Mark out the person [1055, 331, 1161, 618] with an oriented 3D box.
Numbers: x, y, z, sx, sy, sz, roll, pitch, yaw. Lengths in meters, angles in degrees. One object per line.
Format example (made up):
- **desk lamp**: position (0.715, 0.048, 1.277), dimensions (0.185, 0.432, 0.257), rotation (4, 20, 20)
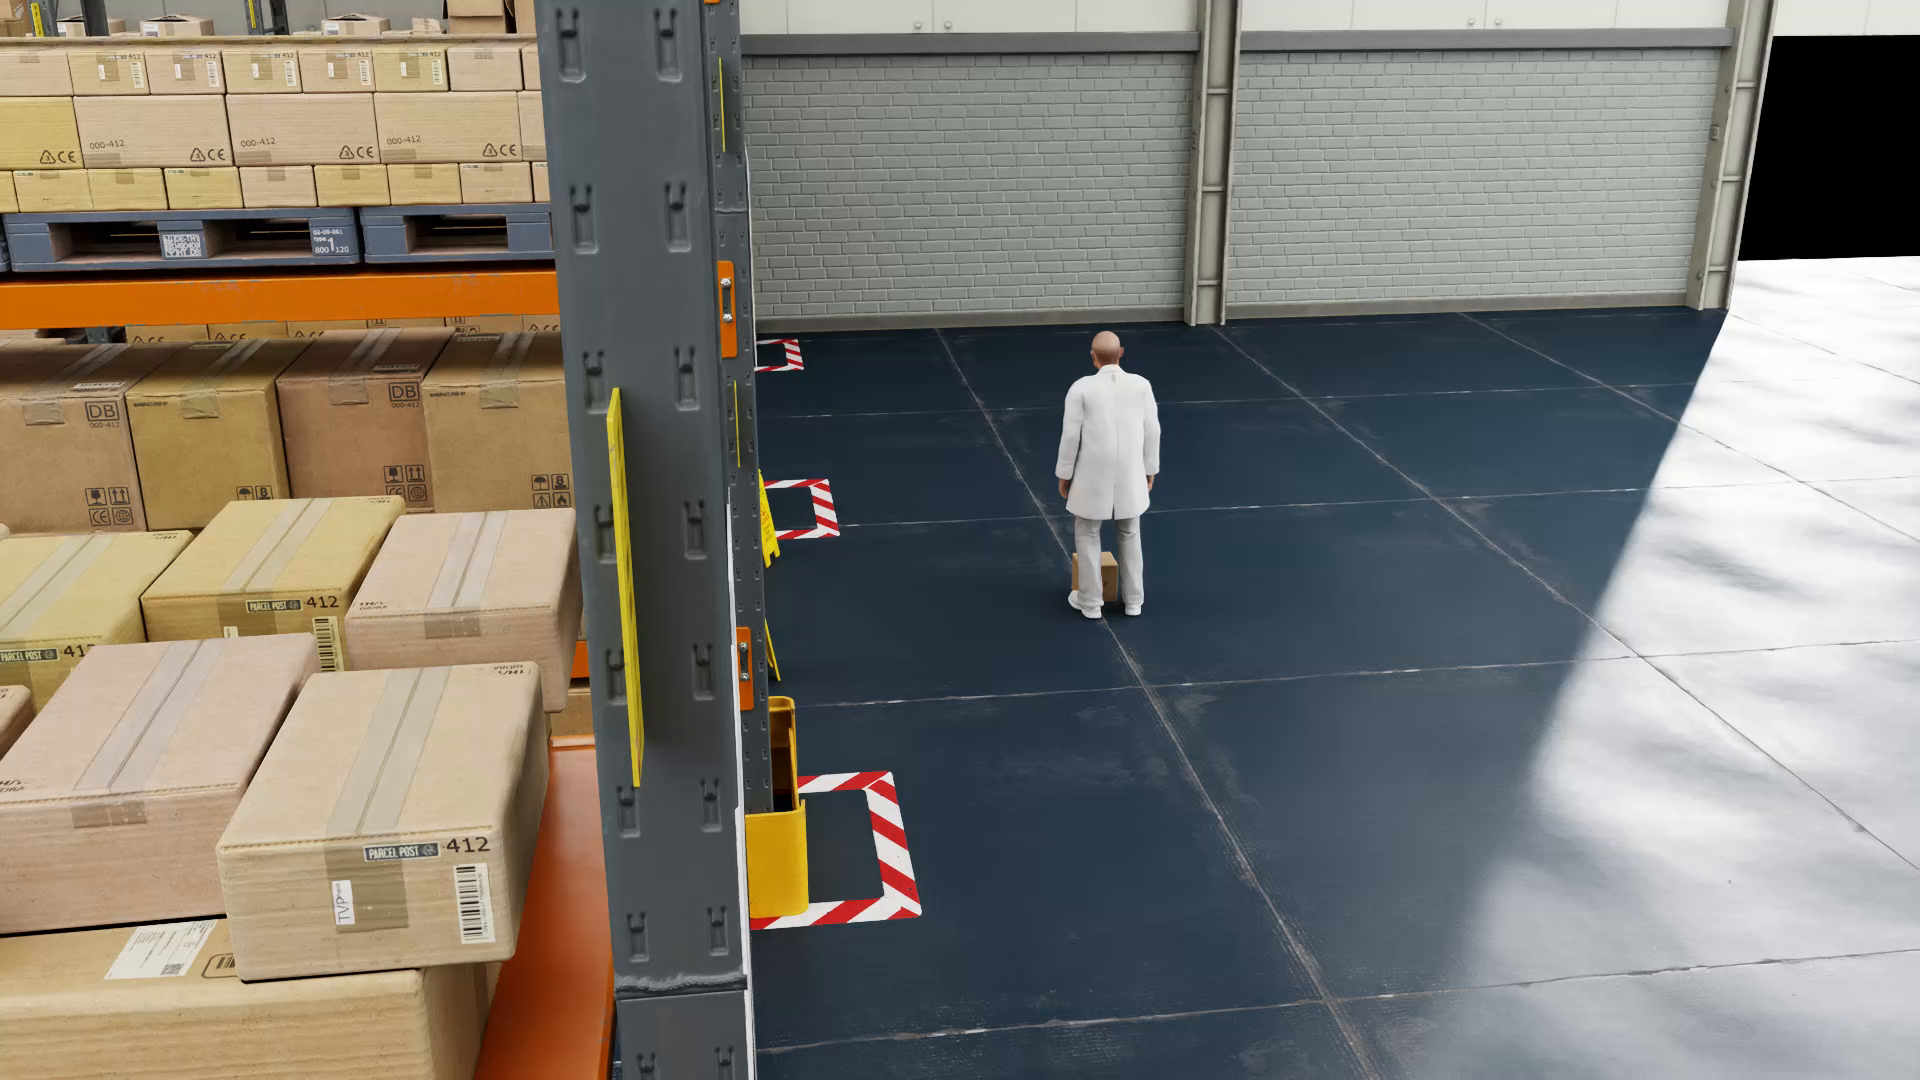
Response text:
- **person**: position (0.906, -0.396, 10.199), dimensions (0.650, 1.774, 0.417), rotation (-3, 20, -8)
